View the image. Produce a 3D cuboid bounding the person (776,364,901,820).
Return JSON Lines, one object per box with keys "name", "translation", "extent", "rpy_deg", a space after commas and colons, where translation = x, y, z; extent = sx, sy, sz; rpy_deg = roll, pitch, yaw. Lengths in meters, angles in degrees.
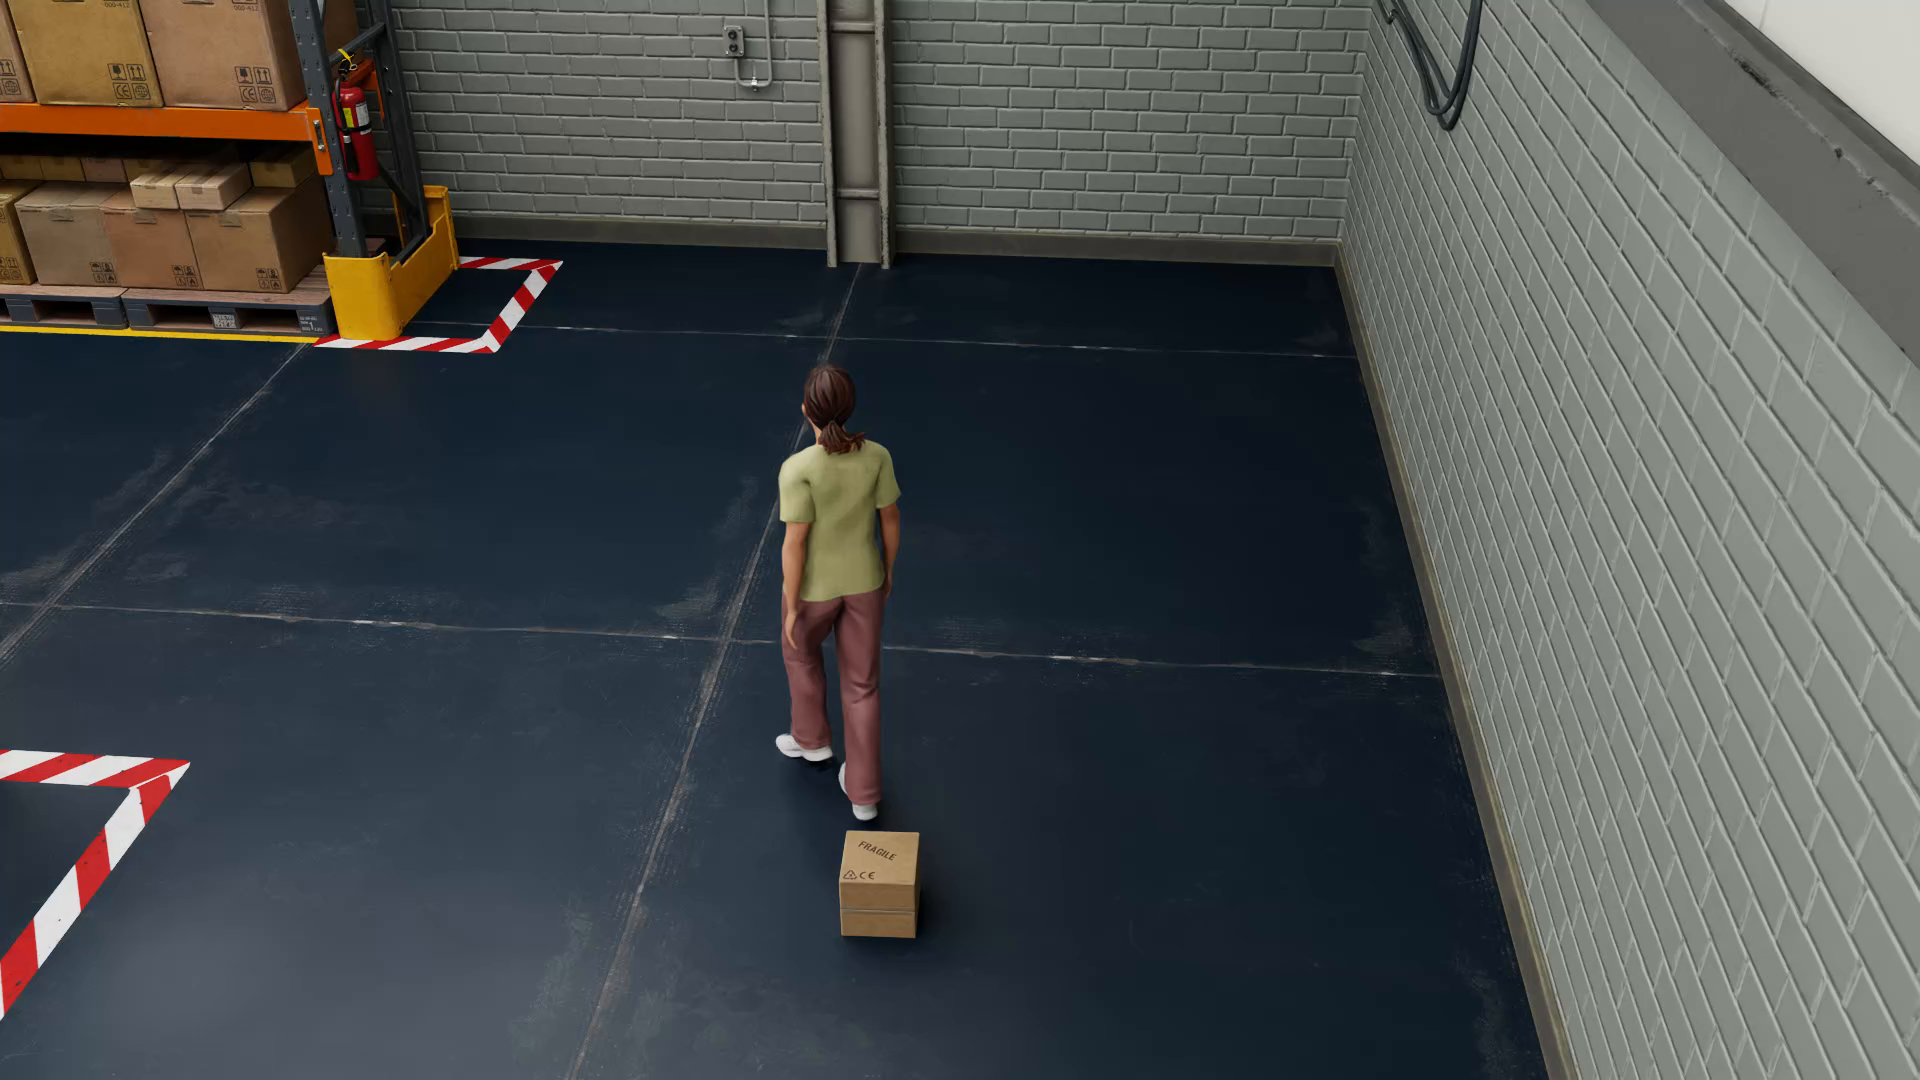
{"name": "person", "translation": [-0.418, 0.197, 5.854], "extent": [0.470, 1.699, 0.644], "rpy_deg": [-11, 34, -17]}
